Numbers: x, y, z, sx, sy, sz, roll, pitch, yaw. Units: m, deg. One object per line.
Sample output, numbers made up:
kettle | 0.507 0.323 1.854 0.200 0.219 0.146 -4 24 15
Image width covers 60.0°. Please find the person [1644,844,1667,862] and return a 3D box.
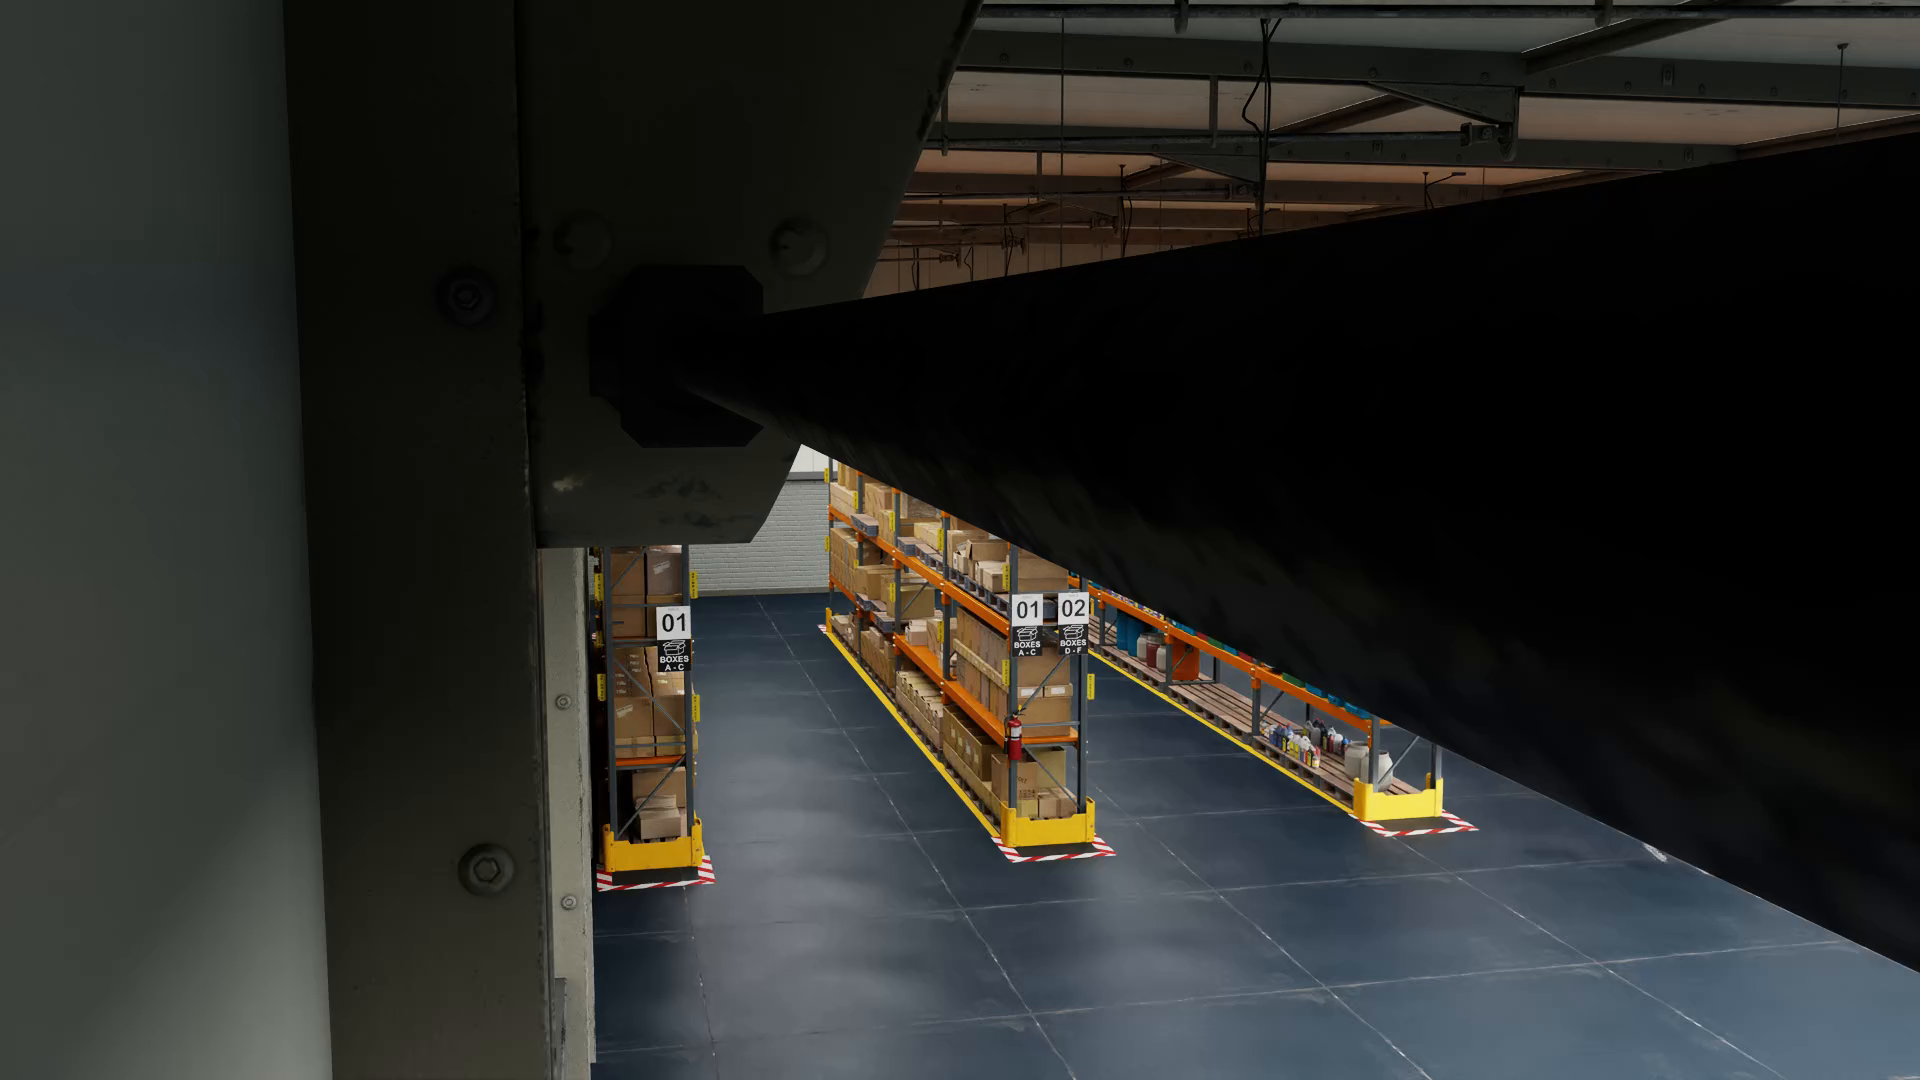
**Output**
person | 8.741 3.134 20.025 0.839 1.685 0.610 3 7 21
